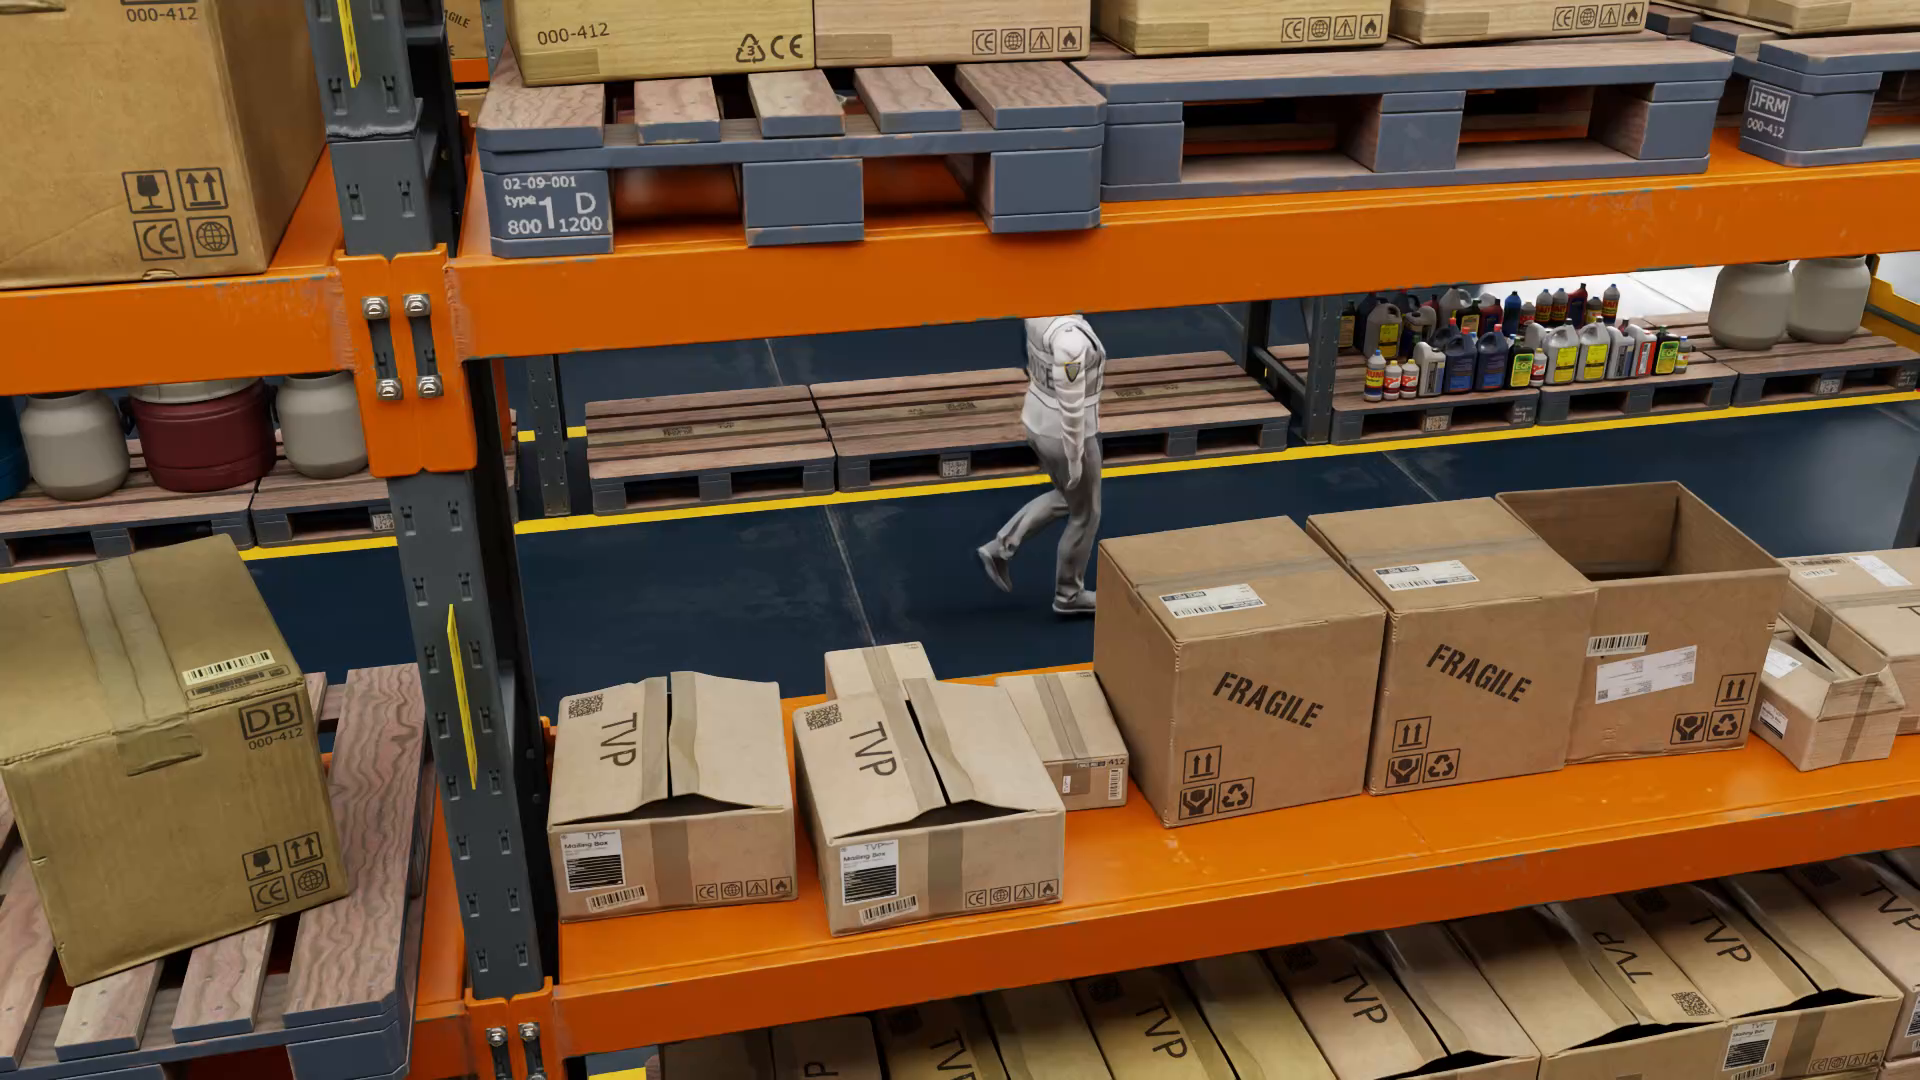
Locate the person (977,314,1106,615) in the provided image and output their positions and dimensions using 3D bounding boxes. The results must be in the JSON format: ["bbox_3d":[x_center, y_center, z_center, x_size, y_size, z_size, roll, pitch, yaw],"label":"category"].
[{"bbox_3d":[0.387,-0.445,6.906,0.585,1.677,0.493,-9,28,-17],"label":"person"}]
